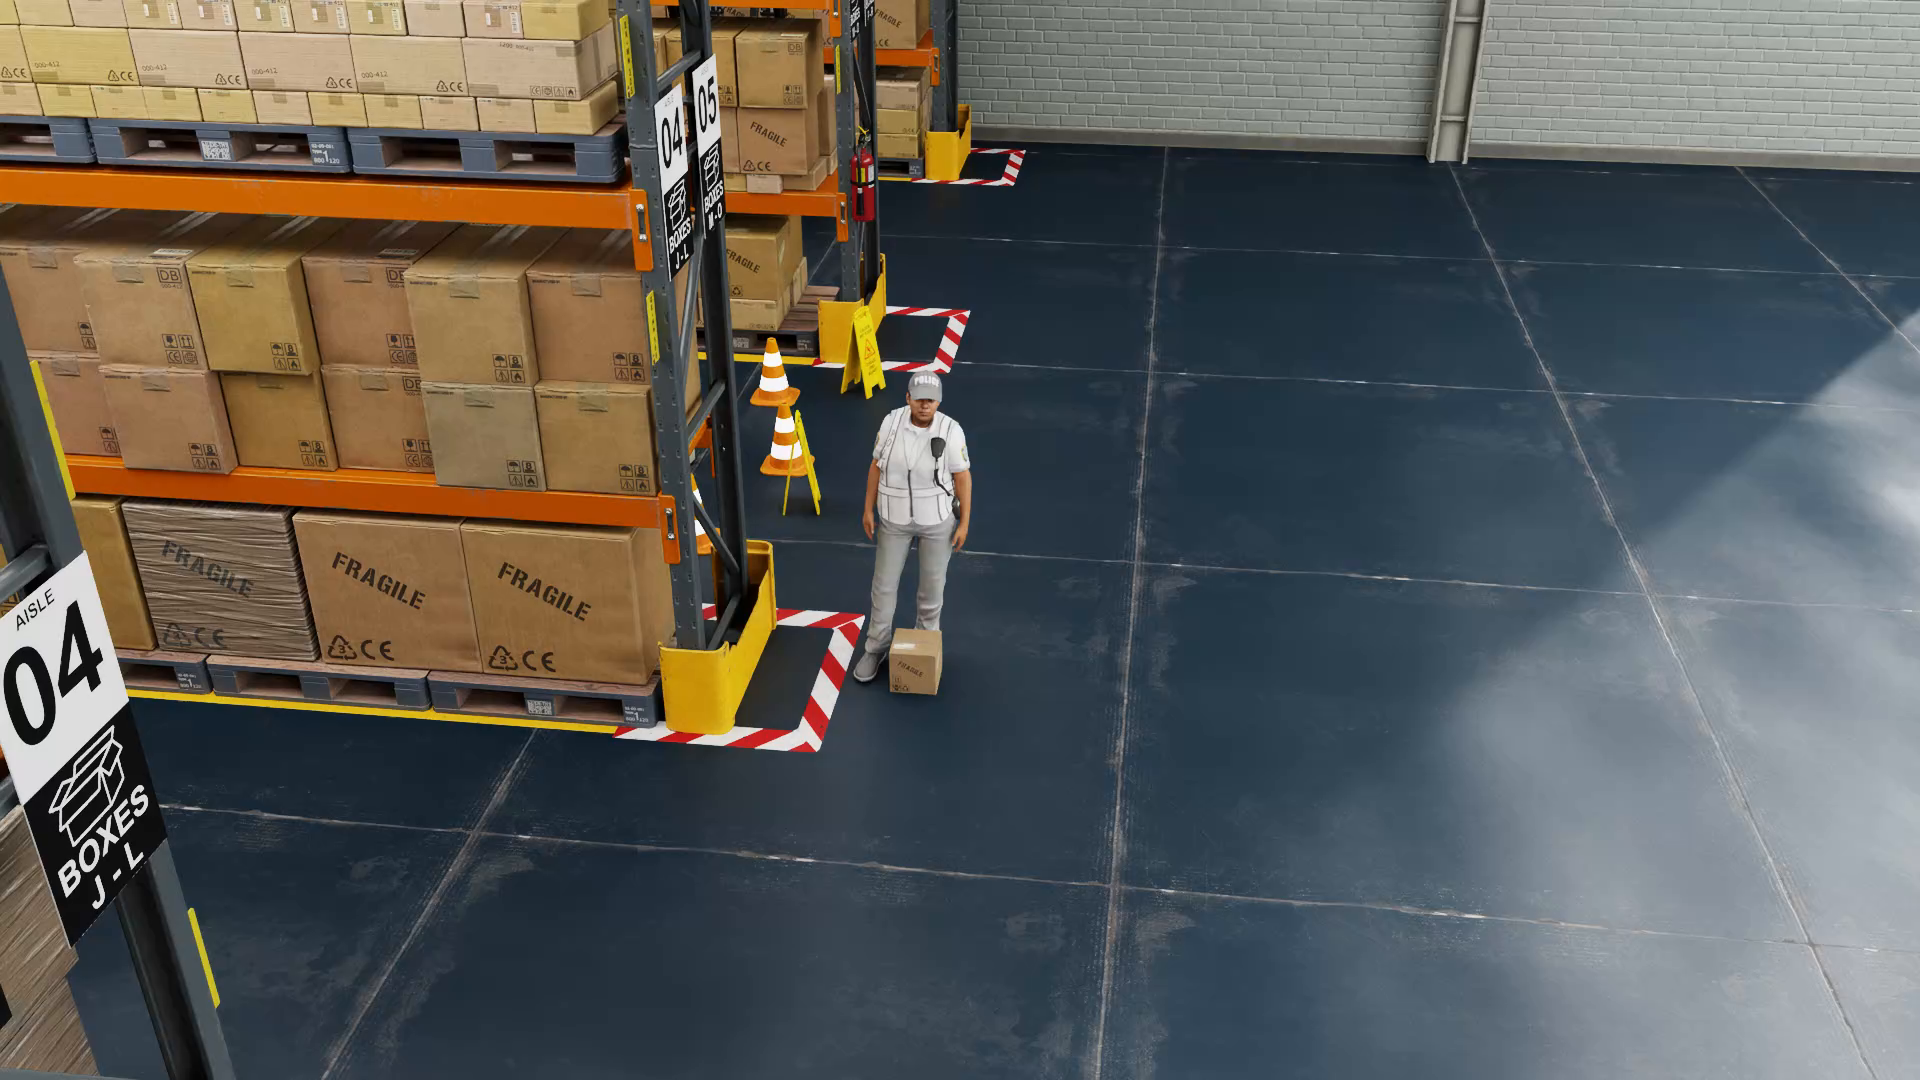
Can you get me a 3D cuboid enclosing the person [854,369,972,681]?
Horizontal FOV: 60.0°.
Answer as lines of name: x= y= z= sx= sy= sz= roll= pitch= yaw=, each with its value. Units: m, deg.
person: x=-0.252 y=-0.072 z=8.728 sx=0.598 sy=1.670 sz=0.529 roll=4 pitch=29 yaw=7
